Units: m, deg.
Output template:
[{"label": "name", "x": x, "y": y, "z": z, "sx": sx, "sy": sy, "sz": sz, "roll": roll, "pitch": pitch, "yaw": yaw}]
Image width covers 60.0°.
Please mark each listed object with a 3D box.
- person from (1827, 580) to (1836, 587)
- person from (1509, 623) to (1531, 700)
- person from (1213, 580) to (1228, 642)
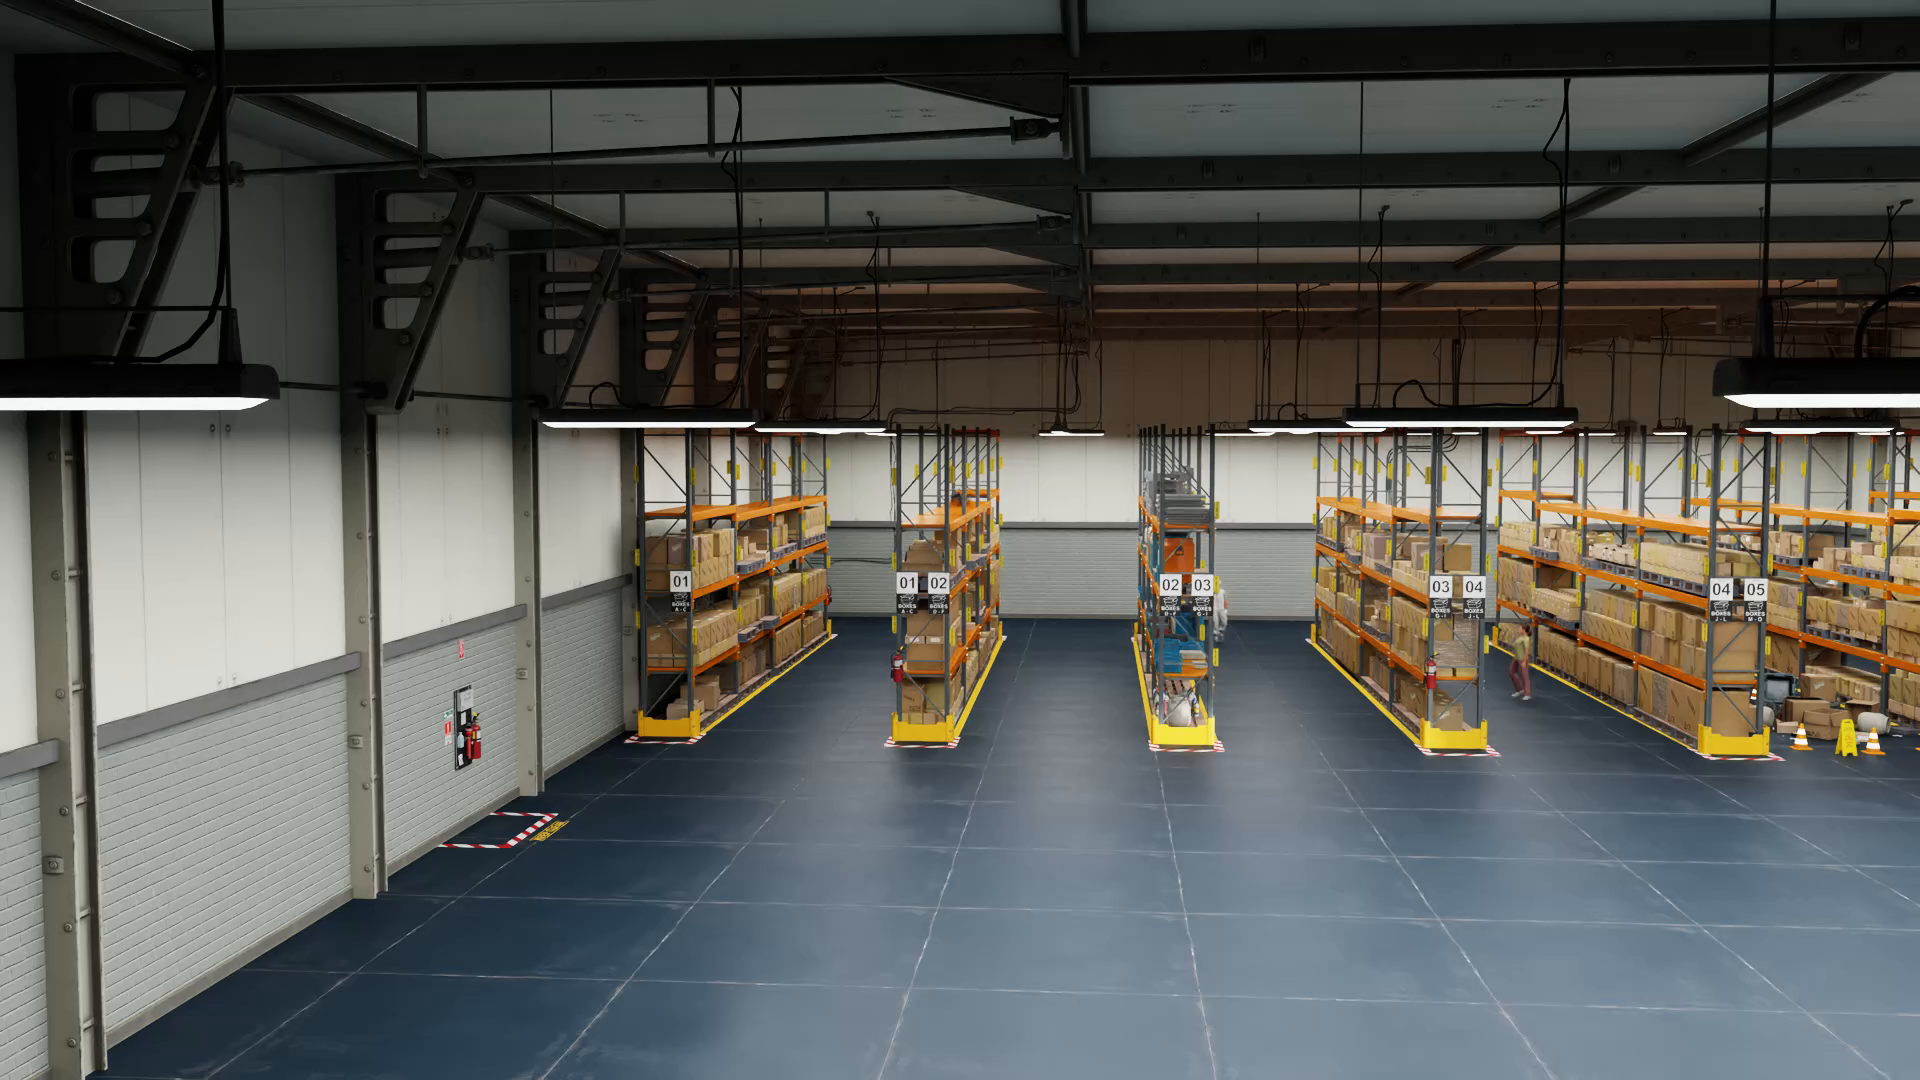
[{"label": "person", "x": 24.490, "y": 1.992, "z": 46.601, "sx": 0.624, "sy": 1.769, "sz": 0.602, "roll": 0, "pitch": 3, "yaw": 5}, {"label": "person", "x": 12.356, "y": 2.662, "z": 36.568, "sx": 0.350, "sy": 1.684, "sz": 0.602, "roll": -1, "pitch": 4, "yaw": -11}, {"label": "person", "x": 7.185, "y": 1.984, "z": 46.496, "sx": 0.621, "sy": 1.775, "sz": 0.486, "roll": -1, "pitch": 4, "yaw": -10}]
